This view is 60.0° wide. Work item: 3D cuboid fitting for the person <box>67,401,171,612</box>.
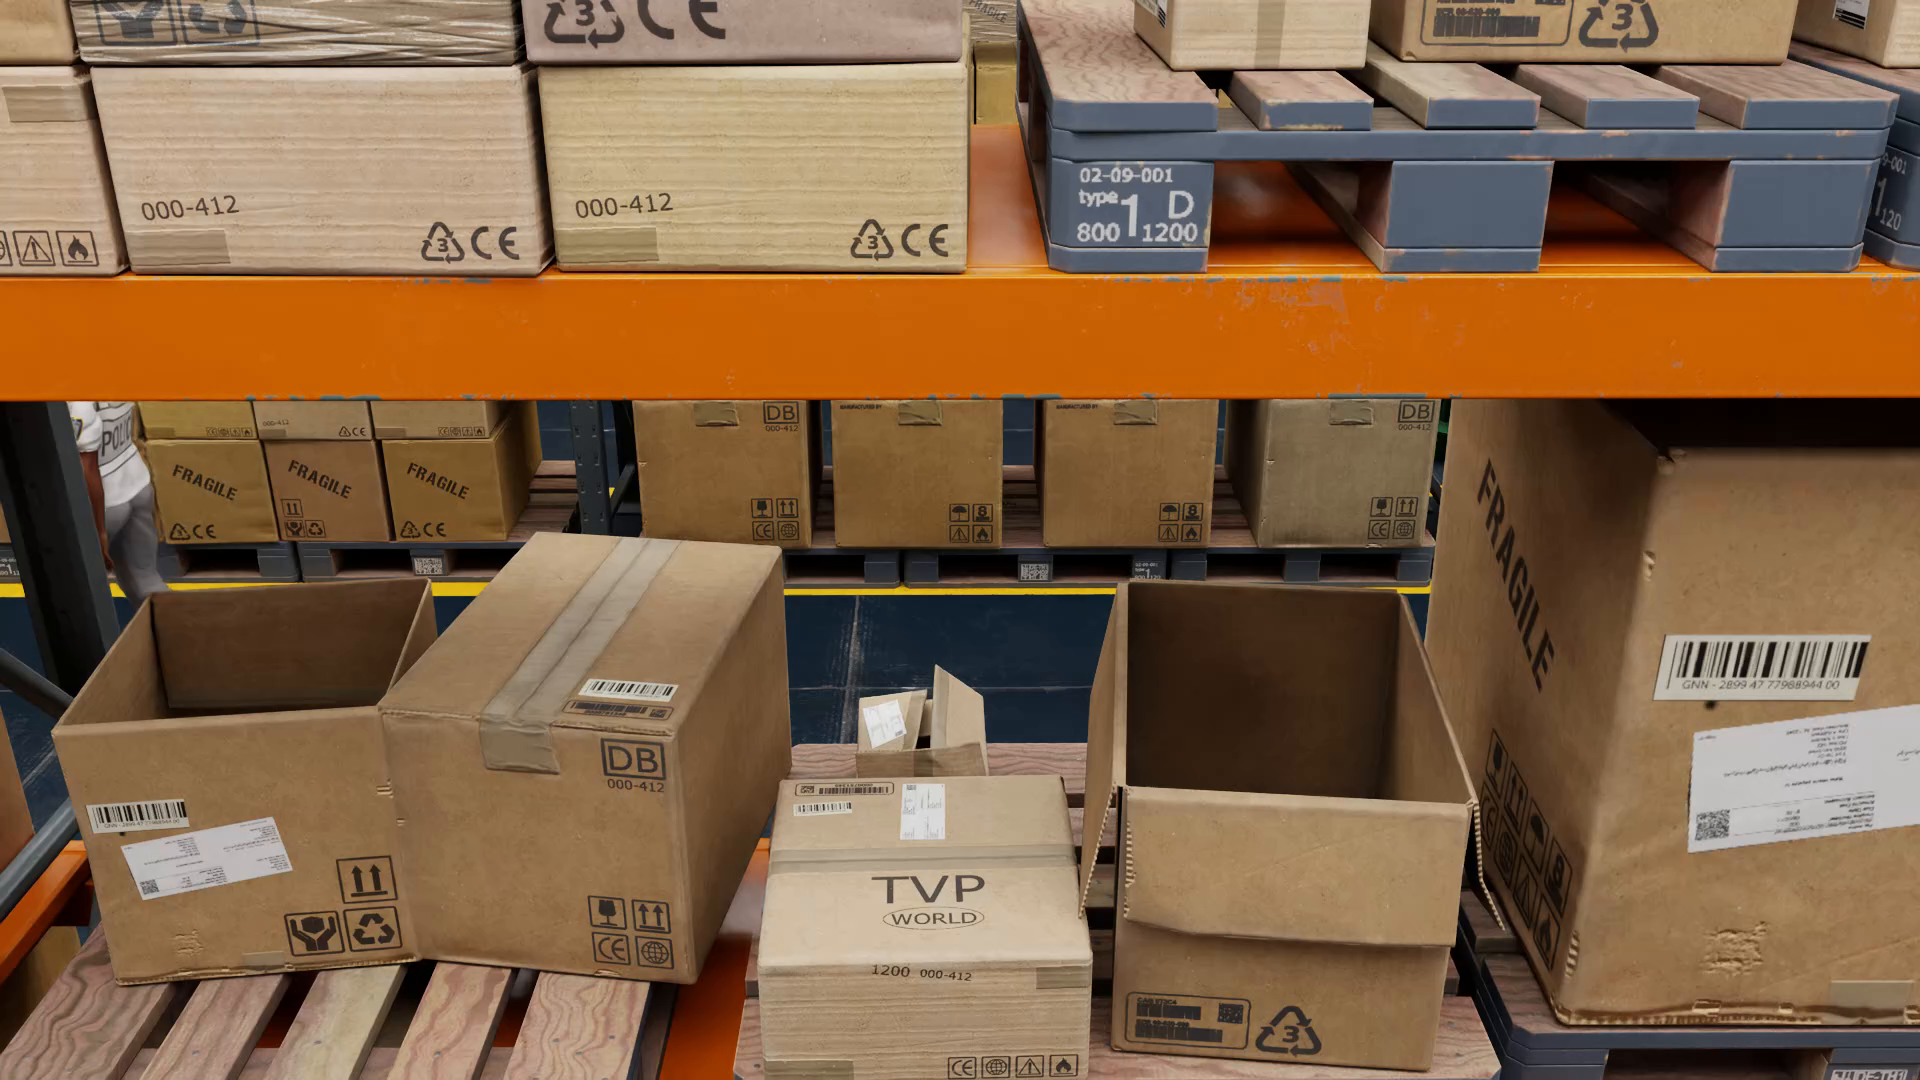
[{"bbox_3d":[-3.300,-0.116,6.357,0.502,1.752,0.483,0,24,1],"label":"person"}]
